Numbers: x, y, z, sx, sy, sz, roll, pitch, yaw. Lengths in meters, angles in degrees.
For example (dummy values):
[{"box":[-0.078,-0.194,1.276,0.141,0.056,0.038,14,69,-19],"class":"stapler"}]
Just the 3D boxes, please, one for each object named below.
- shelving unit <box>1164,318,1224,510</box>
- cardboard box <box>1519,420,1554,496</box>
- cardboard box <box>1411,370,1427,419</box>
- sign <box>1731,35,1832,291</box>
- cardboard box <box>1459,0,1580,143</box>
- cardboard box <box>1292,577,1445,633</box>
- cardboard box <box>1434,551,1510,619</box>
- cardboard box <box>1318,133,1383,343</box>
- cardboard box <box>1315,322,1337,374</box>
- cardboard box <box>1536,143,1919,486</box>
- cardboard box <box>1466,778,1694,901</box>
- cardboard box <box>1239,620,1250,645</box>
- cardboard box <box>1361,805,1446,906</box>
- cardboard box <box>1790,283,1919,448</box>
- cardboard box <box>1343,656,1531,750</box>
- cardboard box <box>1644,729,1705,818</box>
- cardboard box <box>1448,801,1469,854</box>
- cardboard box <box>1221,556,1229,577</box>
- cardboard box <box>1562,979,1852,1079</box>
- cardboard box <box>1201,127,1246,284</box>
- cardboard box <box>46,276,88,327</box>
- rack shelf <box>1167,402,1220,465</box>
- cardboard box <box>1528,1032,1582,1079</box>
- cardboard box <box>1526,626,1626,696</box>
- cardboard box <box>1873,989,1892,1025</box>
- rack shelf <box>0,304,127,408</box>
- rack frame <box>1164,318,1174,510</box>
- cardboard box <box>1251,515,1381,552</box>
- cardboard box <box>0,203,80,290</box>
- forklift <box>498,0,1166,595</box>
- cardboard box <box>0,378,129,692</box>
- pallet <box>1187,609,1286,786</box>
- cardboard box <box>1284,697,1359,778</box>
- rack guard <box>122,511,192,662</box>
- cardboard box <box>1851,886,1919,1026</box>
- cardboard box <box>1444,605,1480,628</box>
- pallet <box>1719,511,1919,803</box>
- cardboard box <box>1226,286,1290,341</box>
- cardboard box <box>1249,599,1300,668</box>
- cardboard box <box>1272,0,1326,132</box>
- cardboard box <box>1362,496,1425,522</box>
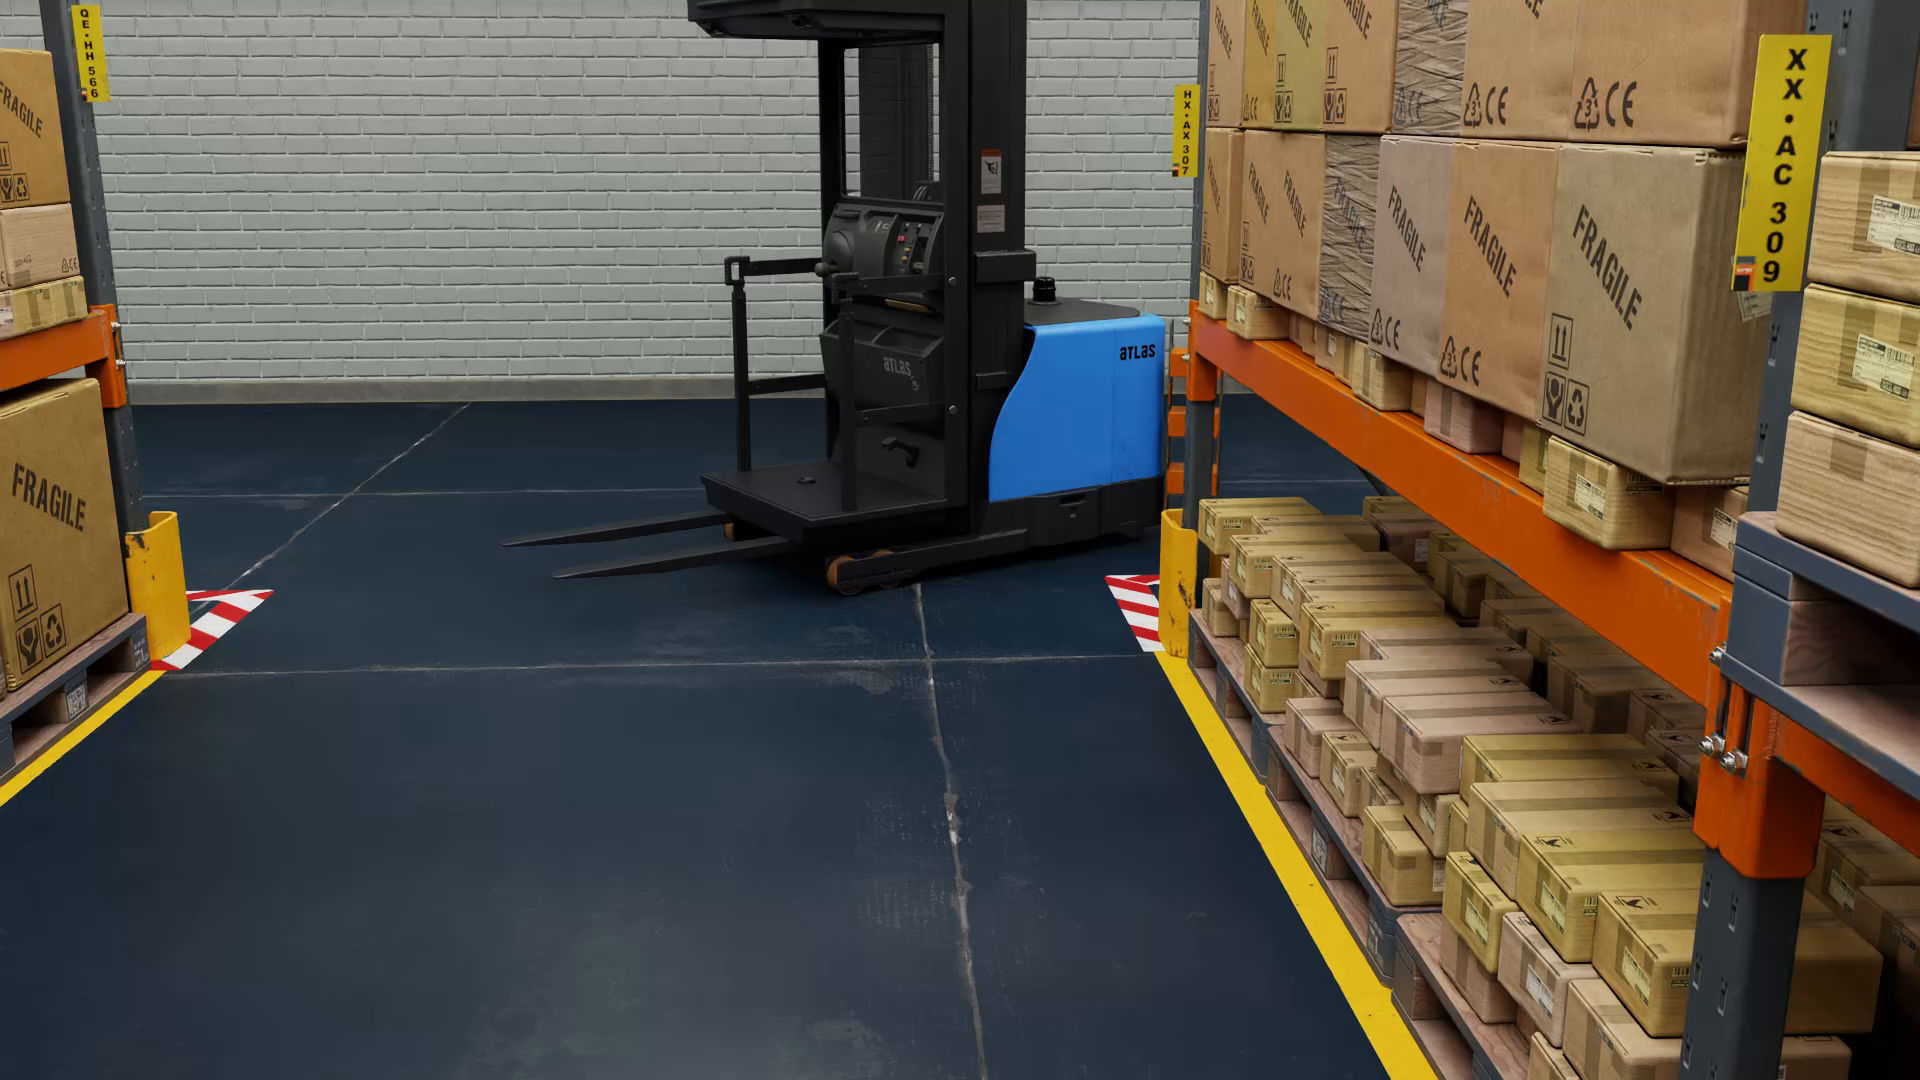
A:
[{"box":[1.118,-0.520,7.939,0.252,1.050,0.215,3,15,10],"class":"shelving unit"},{"box":[1.281,-0.155,3.112,0.380,0.149,0.250,0,14,-1],"class":"cardboard box"},{"box":[1.280,-0.350,3.873,0.380,0.149,0.250,-1,14,-4],"class":"cardboard box"},{"box":[1.073,-0.488,2.166,0.100,0.325,0.005,-1,14,-3],"class":"sign"},{"box":[1.277,-0.997,3.078,0.500,0.500,0.500,-1,14,-5],"class":"cardboard box"},{"box":[1.190,0.212,4.869,0.380,0.149,0.250,0,14,-1],"class":"cardboard box"},{"box":[1.705,0.134,5.170,0.380,0.149,0.250,-1,15,-6],"class":"cardboard box"},{"box":[1.232,-0.769,4.198,0.500,0.500,0.500,-1,14,-5],"class":"cardboard box"},{"box":[1.211,-0.544,4.626,0.380,0.149,0.250,-1,14,-5],"class":"cardboard box"},{"box":[1.302,-0.388,2.715,0.500,0.500,0.500,-1,14,-3],"class":"cardboard box"},{"box":[1.254,0.601,3.356,0.380,0.149,0.250,-1,14,-4],"class":"cardboard box"},{"box":[1.177,0.302,5.710,0.380,0.149,0.250,-1,14,-4],"class":"cardboard box"},{"box":[1.185,0.748,3.976,0.380,0.149,0.250,-1,14,-4],"class":"cardboard box"},{"box":[1.179,-0.200,1.848,0.380,0.149,0.250,-1,14,-3],"class":"cardboard box"},{"box":[1.178,0.402,4.128,0.380,0.149,0.250,-1,14,-5],"class":"cardboard box"},{"box":[1.737,0.525,3.650,0.380,0.149,0.250,-1,14,-5],"class":"cardboard box"},{"box":[1.296,0.683,3.632,0.380,0.149,0.250,-1,14,-3],"class":"cardboard box"},{"box":[1.142,0.094,5.925,0.380,0.149,0.250,0,14,-1],"class":"cardboard box"},{"box":[1.277,0.881,2.865,0.380,0.149,0.250,-1,14,-2],"class":"cardboard box"},{"box":[1.118,-1.151,5.681,0.500,0.500,0.500,0,14,-1],"class":"cardboard box"},{"box":[-3.240,-0.817,5.688,0.380,0.149,0.250,-1,14,-2],"class":"cardboard box"},{"box":[1.118,-0.509,7.942,0.240,0.259,0.215,3,15,10],"class":"rack shelf"},{"box":[1.249,1.006,2.976,0.380,0.149,0.250,-1,14,-3],"class":"cardboard box"},{"box":[1.728,0.332,4.400,0.380,0.149,0.250,-1,14,-3],"class":"cardboard box"},{"box":[1.805,0.797,3.189,0.380,0.149,0.250,-1,14,-3],"class":"cardboard box"},{"box":[-3.467,-0.177,4.137,1.077,0.370,4.000,-1,14,-3],"class":"rack shelf"},{"box":[0.998,-0.525,7.961,0.008,1.050,0.200,3,15,10],"class":"rack frame"},{"box":[1.196,0.017,5.623,0.380,0.149,0.250,-1,14,-2],"class":"cardboard box"},{"box":[-3.296,-0.978,5.510,0.500,0.250,0.500,-1,14,-4],"class":"cardboard box"},{"box":[-0.525,-1.333,7.323,3.031,2.935,1.130,-9,17,-32],"class":"forklift"},{"box":[-3.471,-0.039,5.579,0.875,0.875,0.875,-1,14,-3],"class":"cardboard box"},{"box":[1.386,0.498,5.667,1.003,0.211,1.213,-1,14,-3],"class":"pallet"},{"box":[1.145,0.555,4.730,0.380,0.149,0.250,-2,15,-6],"class":"cardboard box"},{"box":[-3.592,0.182,6.315,1.175,0.500,0.348,-1,14,-3],"class":"rack guard"},{"box":[1.799,0.721,2.888,0.380,0.149,0.250,0,14,-1],"class":"cardboard box"},{"box":[1.631,0.284,5.185,0.380,0.149,0.250,-1,14,-4],"class":"cardboard box"},{"box":[1.516,0.206,1.591,1.003,0.211,1.213,-1,14,-3],"class":"pallet"},{"box":[1.079,-0.736,5.372,0.380,0.149,0.250,-1,14,-5],"class":"cardboard box"},{"box":[1.114,0.288,5.171,0.380,0.149,0.250,0,14,-2],"class":"cardboard box"},{"box":[1.176,-1.380,4.565,0.500,0.500,0.500,-1,14,-5],"class":"cardboard box"},{"box":[1.652,-0.057,5.913,0.380,0.149,0.250,-1,14,-3],"class":"cardboard box"}]
